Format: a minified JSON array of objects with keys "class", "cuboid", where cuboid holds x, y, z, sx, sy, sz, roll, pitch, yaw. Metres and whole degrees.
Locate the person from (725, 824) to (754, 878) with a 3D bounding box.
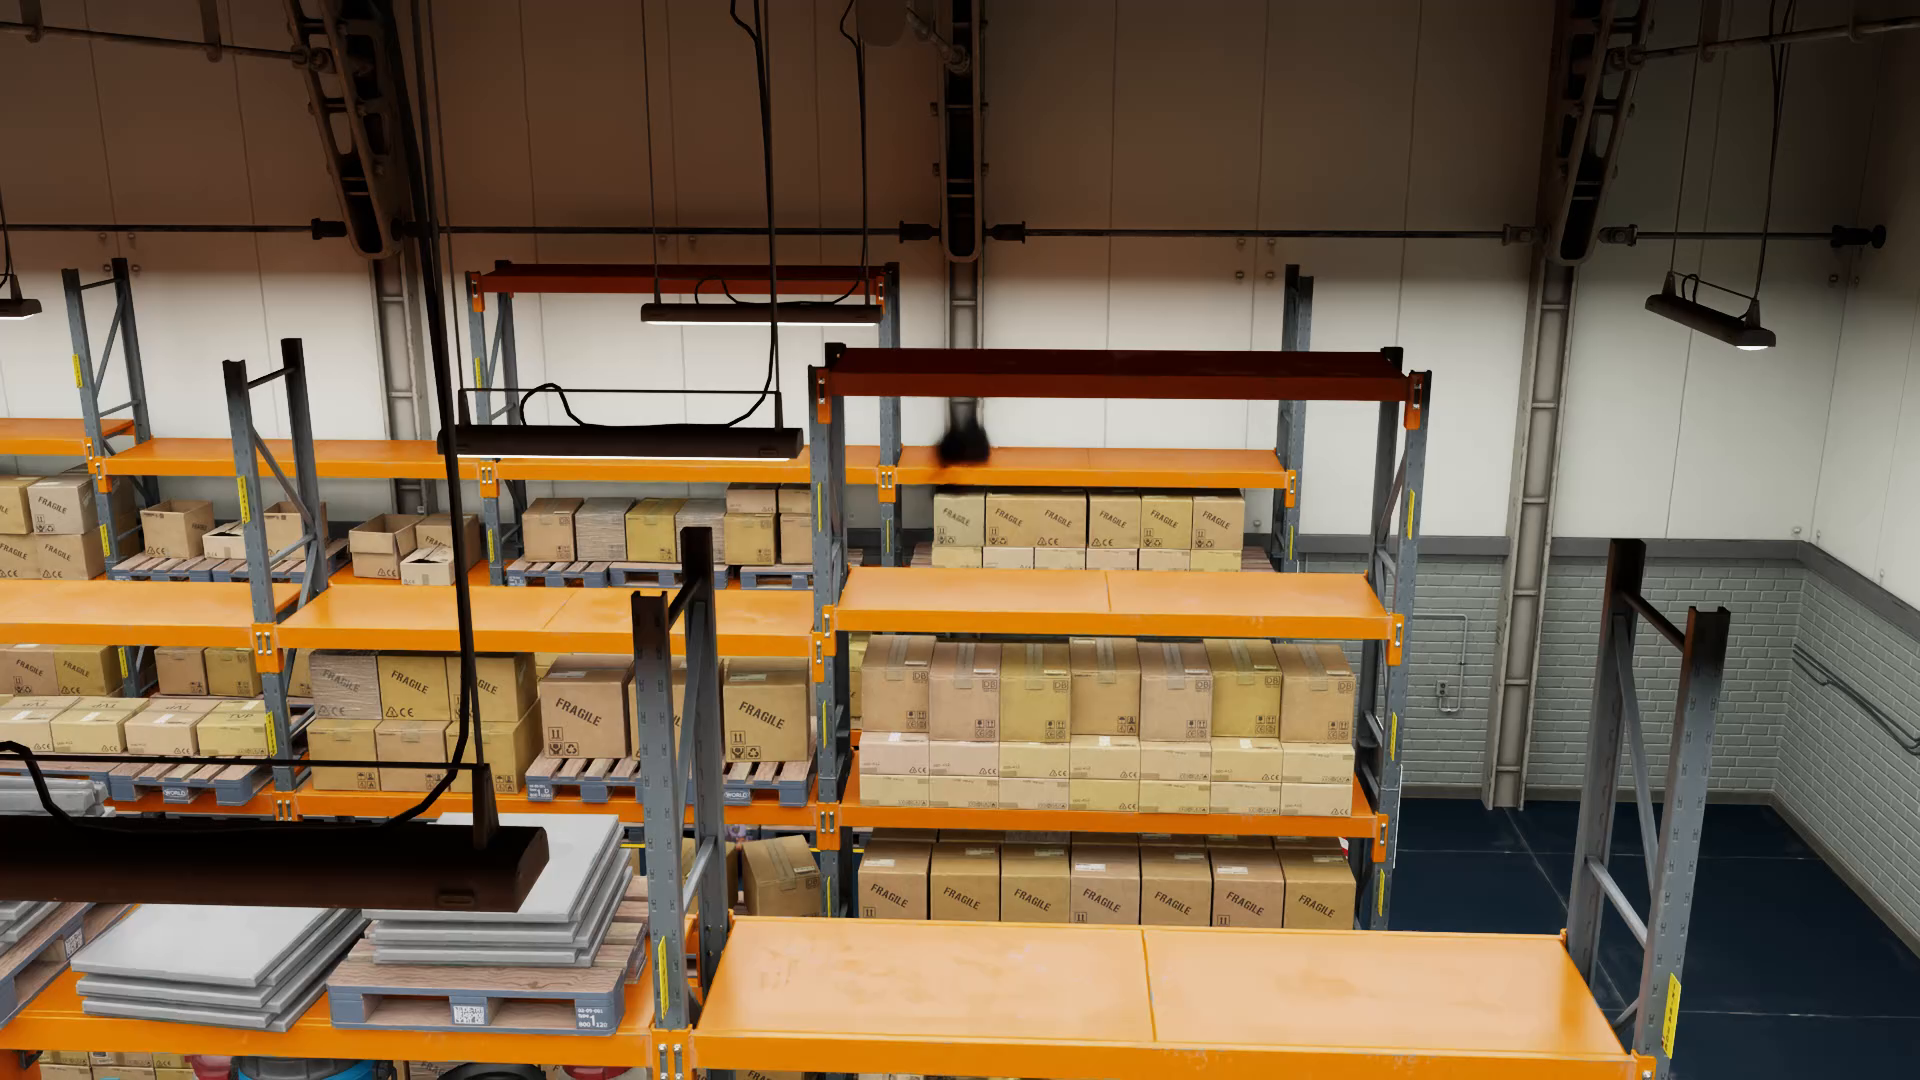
[{"class":"person","cuboid":[-2.089,3.024,15.522,0.795,1.624,0.654,-11,20,-34]}]
